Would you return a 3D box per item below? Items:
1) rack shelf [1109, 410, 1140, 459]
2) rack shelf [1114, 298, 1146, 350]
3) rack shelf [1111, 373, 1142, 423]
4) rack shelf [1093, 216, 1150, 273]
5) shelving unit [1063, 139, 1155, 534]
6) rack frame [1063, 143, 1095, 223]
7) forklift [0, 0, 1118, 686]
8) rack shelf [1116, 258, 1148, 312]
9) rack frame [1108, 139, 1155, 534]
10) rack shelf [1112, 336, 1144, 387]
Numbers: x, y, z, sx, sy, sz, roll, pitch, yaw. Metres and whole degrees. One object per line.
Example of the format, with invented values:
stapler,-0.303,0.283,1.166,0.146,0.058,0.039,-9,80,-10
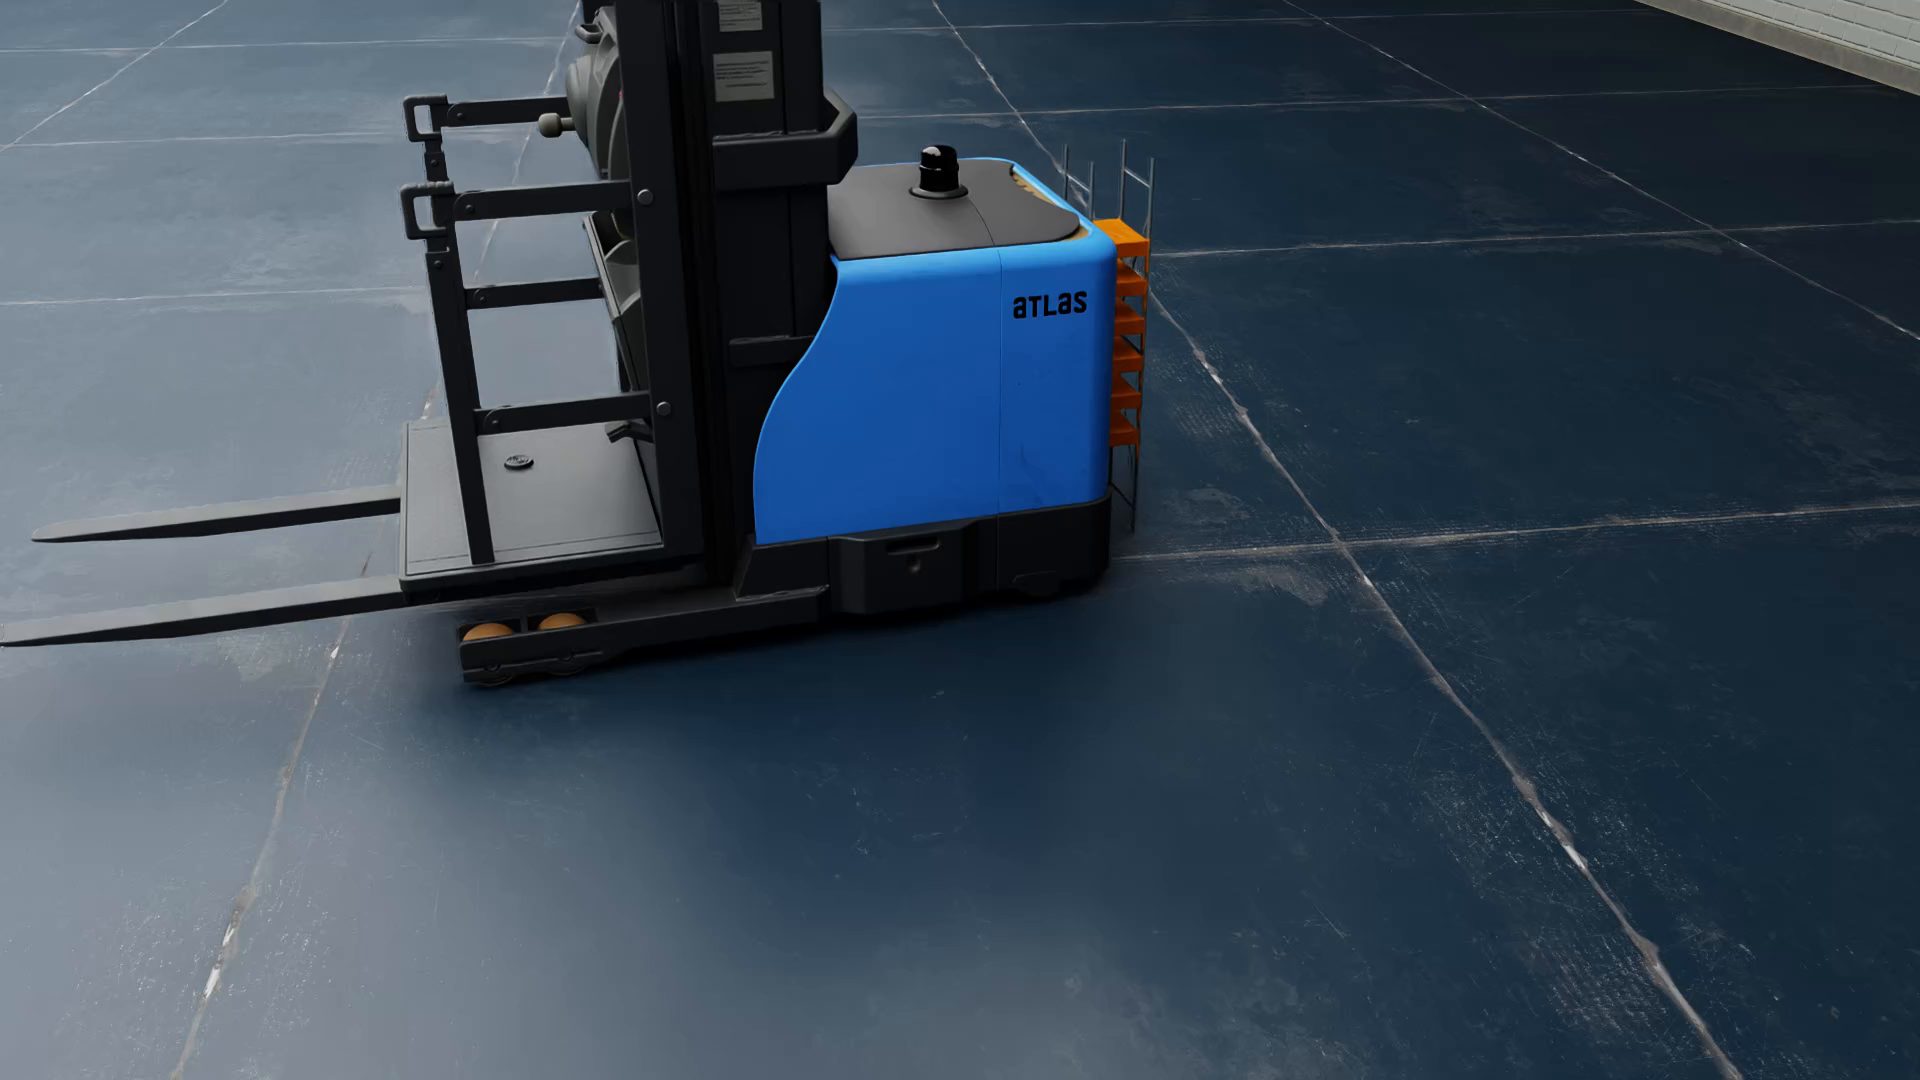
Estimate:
rack shelf,0.432,-0.340,5.221,0.180,0.103,0.258,-8,28,-14
rack shelf,0.432,-0.660,5.057,0.180,0.103,0.258,-8,28,-14
rack shelf,0.432,-0.447,5.166,0.180,0.103,0.258,-8,28,-14
rack shelf,0.432,-0.874,4.947,0.180,0.103,0.258,-8,28,-14
shelving unit,0.432,-0.593,5.091,0.189,1.200,0.258,-8,28,-14
rack frame,0.345,-0.581,5.069,0.006,1.200,0.240,-8,28,-14
forklift,-1.132,-1.179,4.337,3.031,2.935,1.130,-8,28,-14
rack shelf,0.432,-0.767,5.002,0.180,0.103,0.258,-8,28,-14
rack frame,0.520,-0.605,5.114,0.006,1.200,0.240,-8,28,-14
rack shelf,0.432,-0.553,5.112,0.180,0.103,0.258,-8,28,-14
